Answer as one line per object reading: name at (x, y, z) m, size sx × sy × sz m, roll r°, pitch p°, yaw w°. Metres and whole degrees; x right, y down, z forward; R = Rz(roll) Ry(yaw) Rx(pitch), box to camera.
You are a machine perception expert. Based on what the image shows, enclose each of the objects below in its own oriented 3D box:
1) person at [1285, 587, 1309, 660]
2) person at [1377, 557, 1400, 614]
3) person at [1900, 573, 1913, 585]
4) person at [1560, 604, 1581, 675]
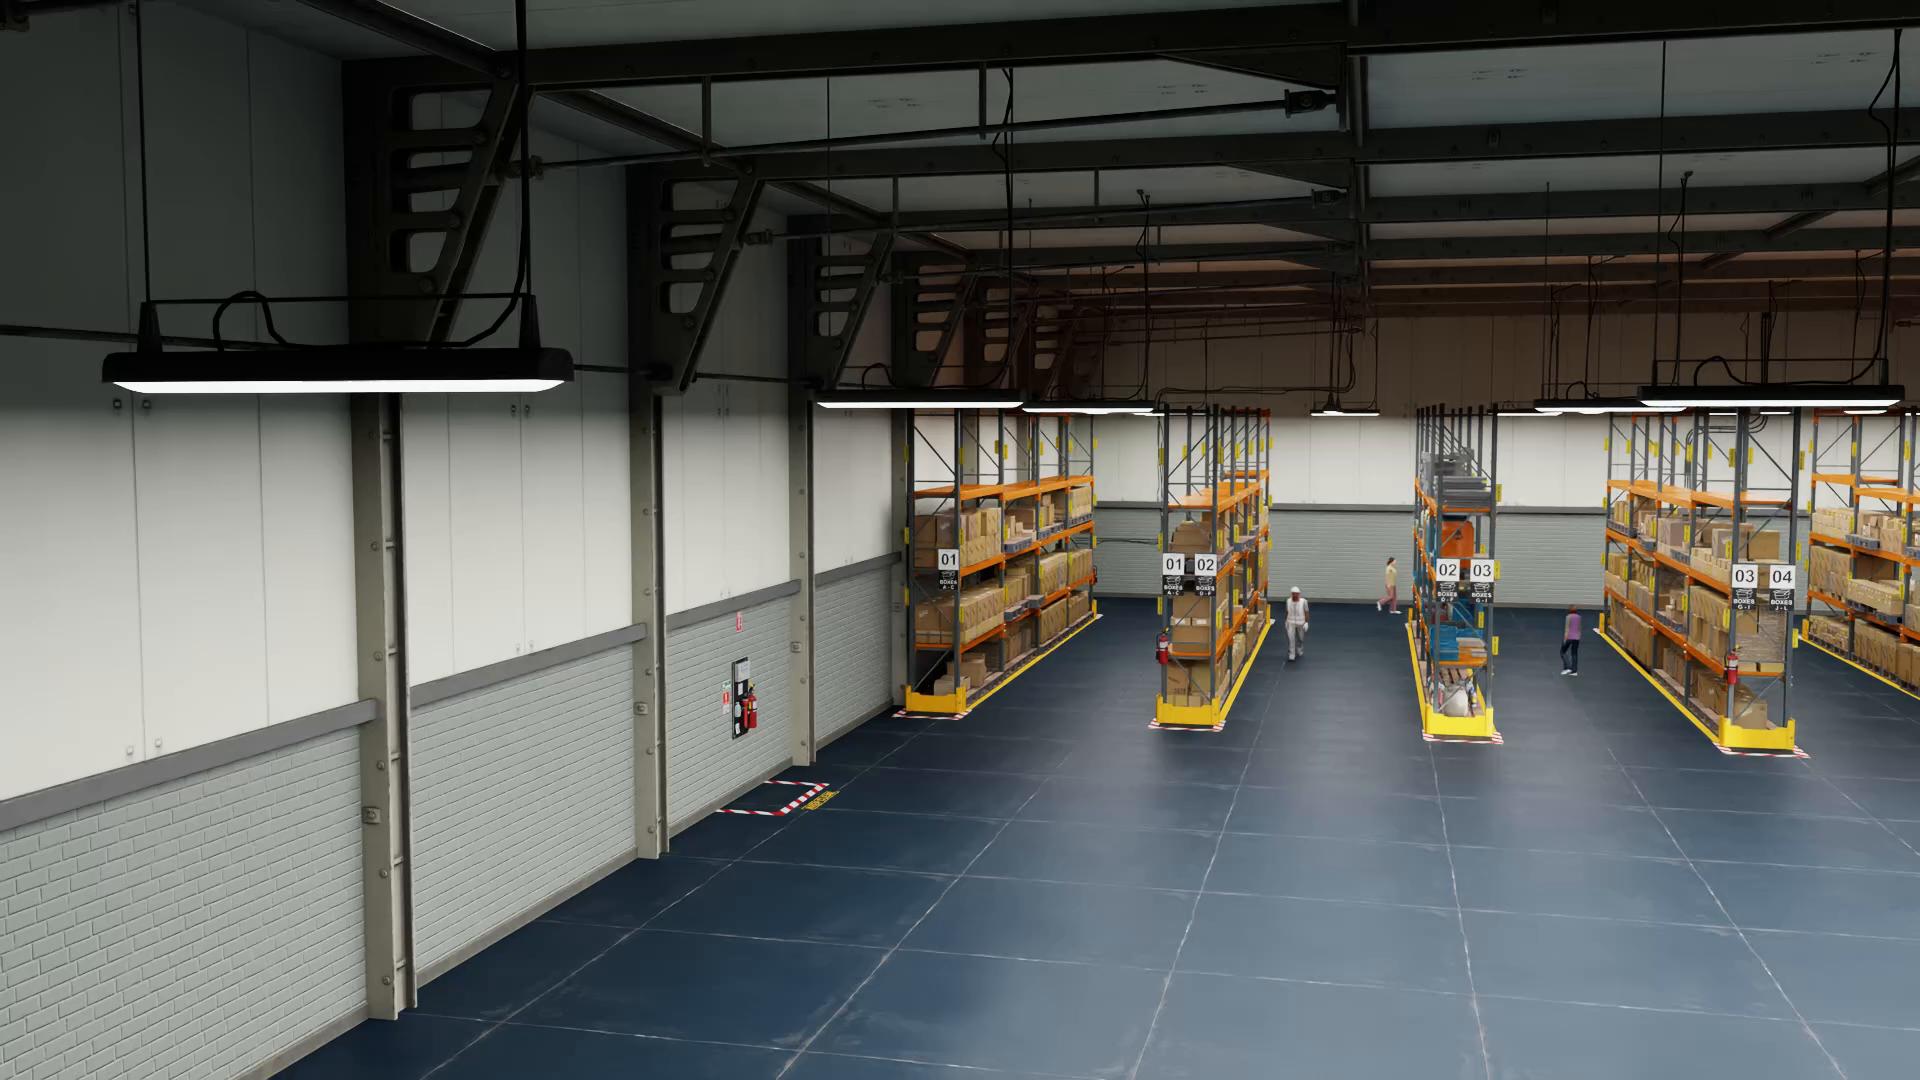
person at (8.025, 1.968, 39.595) m, size 0.544 × 1.740 × 1.009 m, roll 1°, pitch 4°, yaw 11°
person at (12.602, 1.327, 48.818) m, size 0.637 × 1.666 × 0.495 m, roll 3°, pitch 5°, yaw 37°
person at (25.782, 1.624, 45.338) m, size 0.462 × 1.623 × 0.448 m, roll 0°, pitch 4°, yaw -5°
person at (13.660, 2.230, 37.114) m, size 0.446 × 1.612 × 0.372 m, roll -1°, pitch 4°, yaw -17°
